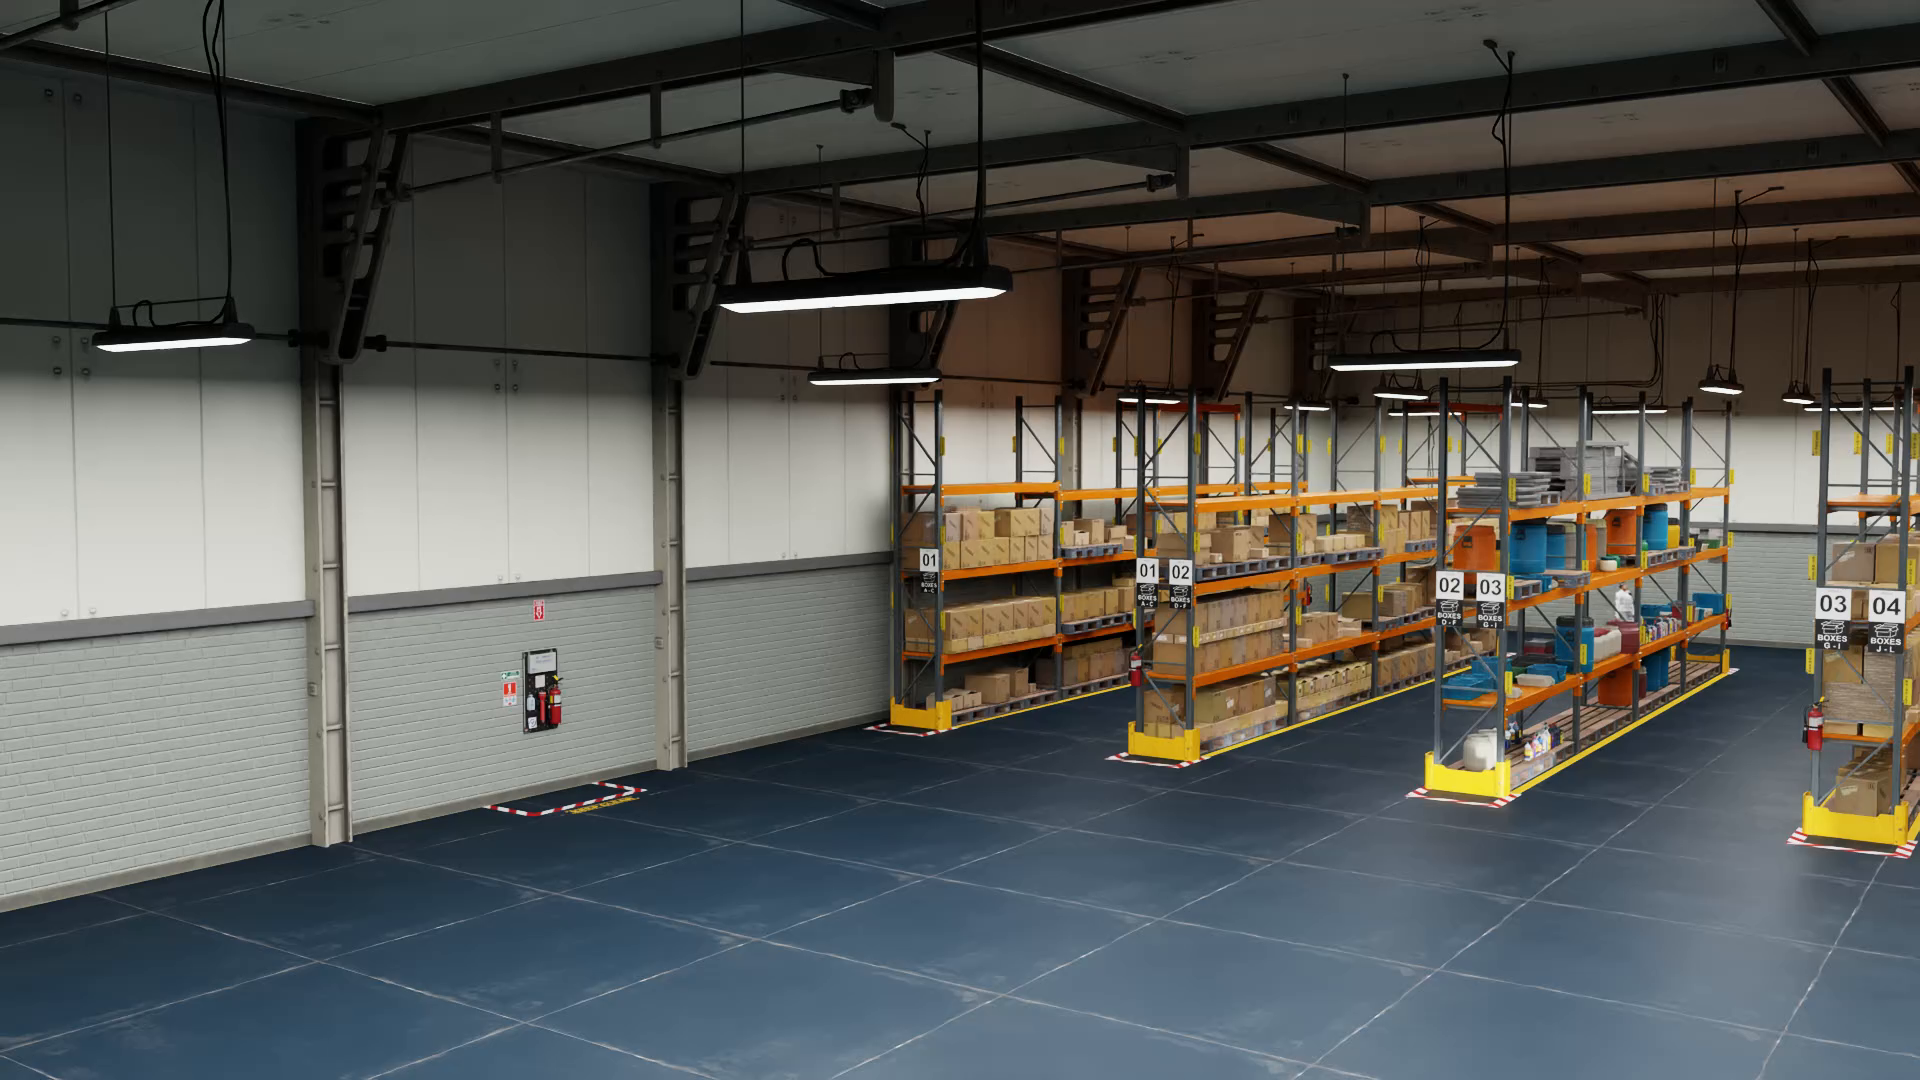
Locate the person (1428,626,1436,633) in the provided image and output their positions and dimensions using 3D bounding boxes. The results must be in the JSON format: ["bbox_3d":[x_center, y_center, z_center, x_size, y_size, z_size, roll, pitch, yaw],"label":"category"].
[{"bbox_3d":[12.638,1.633,44.386,0.531,1.704,0.710,-1,3,-14],"label":"person"}]

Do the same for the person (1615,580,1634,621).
[{"bbox_3d":[16.672,1.812,41.798,0.511,1.666,0.750,-1,3,-23],"label":"person"}]
